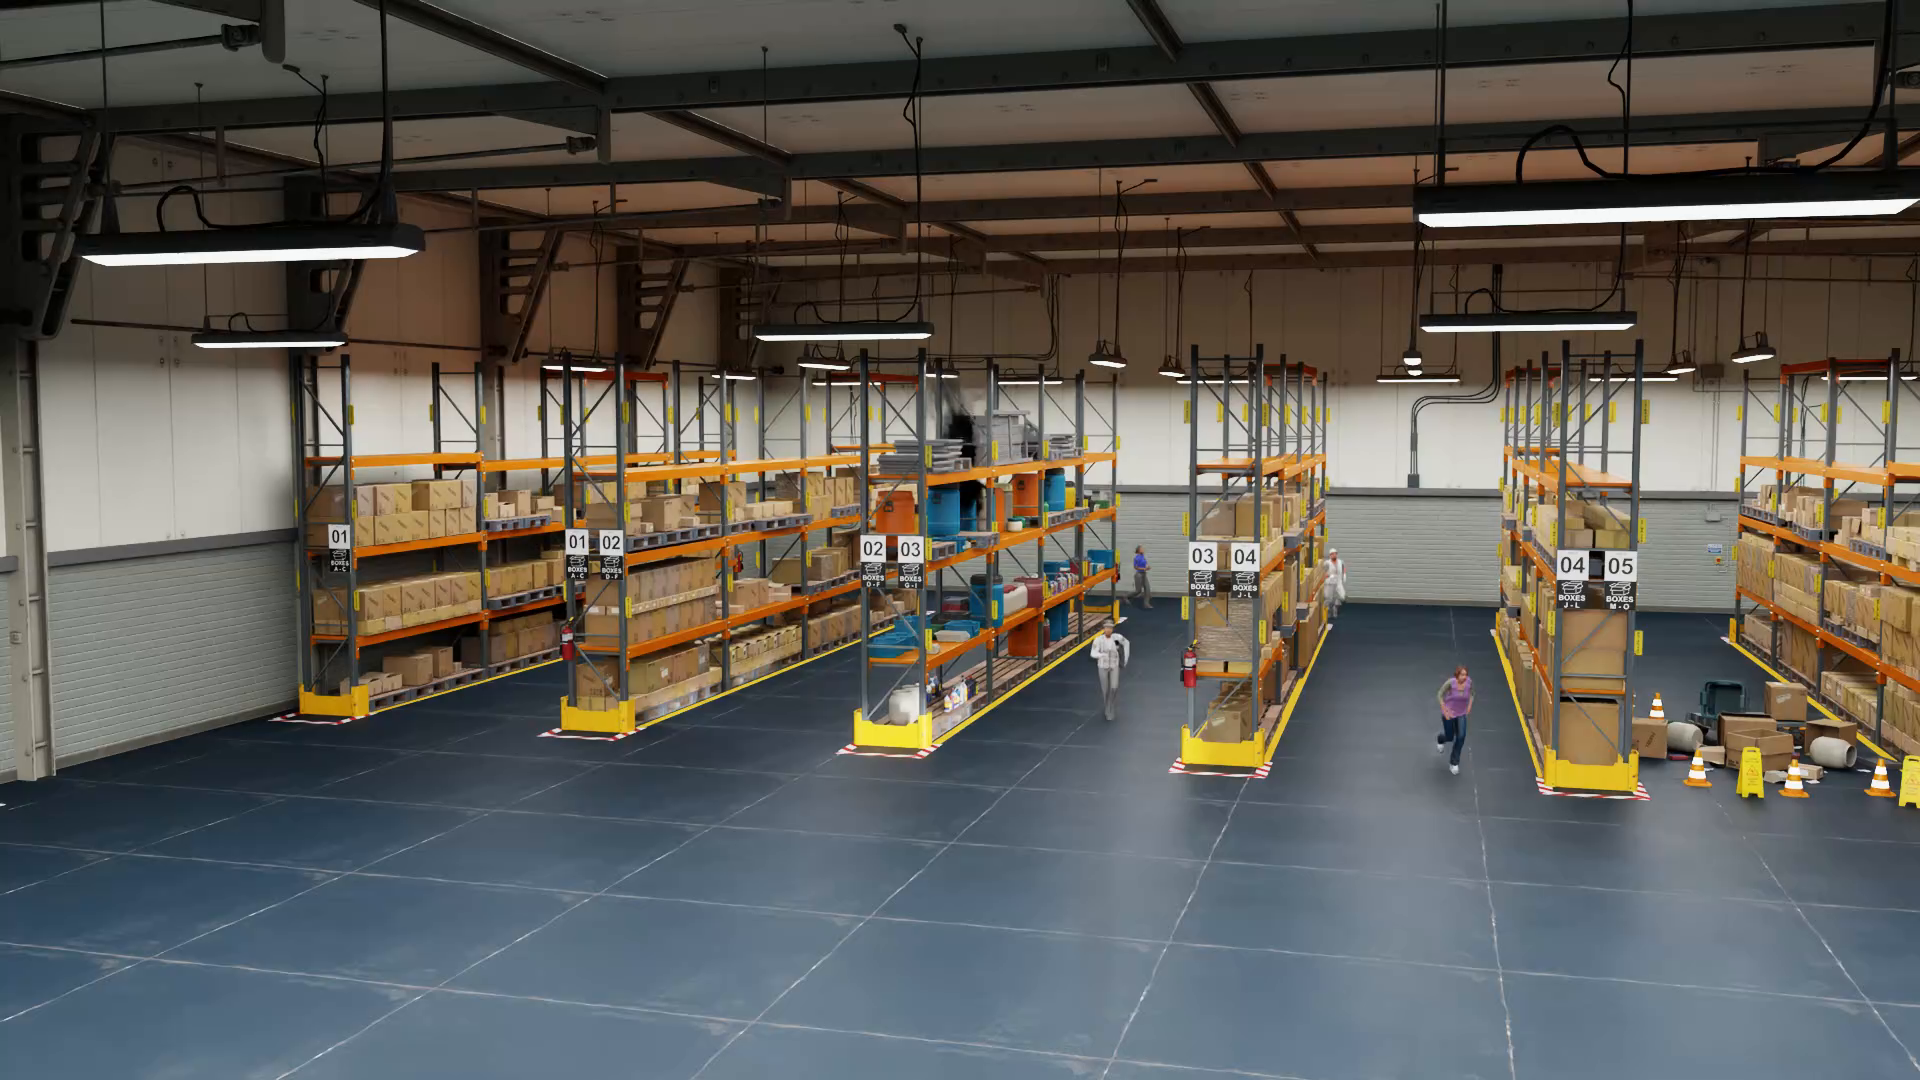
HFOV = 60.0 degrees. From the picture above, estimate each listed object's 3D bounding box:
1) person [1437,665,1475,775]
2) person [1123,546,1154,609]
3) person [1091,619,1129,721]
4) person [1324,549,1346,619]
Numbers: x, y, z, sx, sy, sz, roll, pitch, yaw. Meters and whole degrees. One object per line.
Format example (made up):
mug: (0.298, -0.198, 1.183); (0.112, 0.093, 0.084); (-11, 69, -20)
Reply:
person: (6.974, 2.495, 23.552); (0.549, 1.548, 0.864); (-1, 4, -8)
person: (4.647, 0.959, 43.096); (0.837, 1.634, 0.588); (2, 5, 30)
person: (2.463, 2.113, 27.290); (0.642, 1.678, 0.788); (0, 4, 2)
person: (9.129, 1.072, 40.485); (0.683, 1.734, 0.826); (0, 4, -6)
